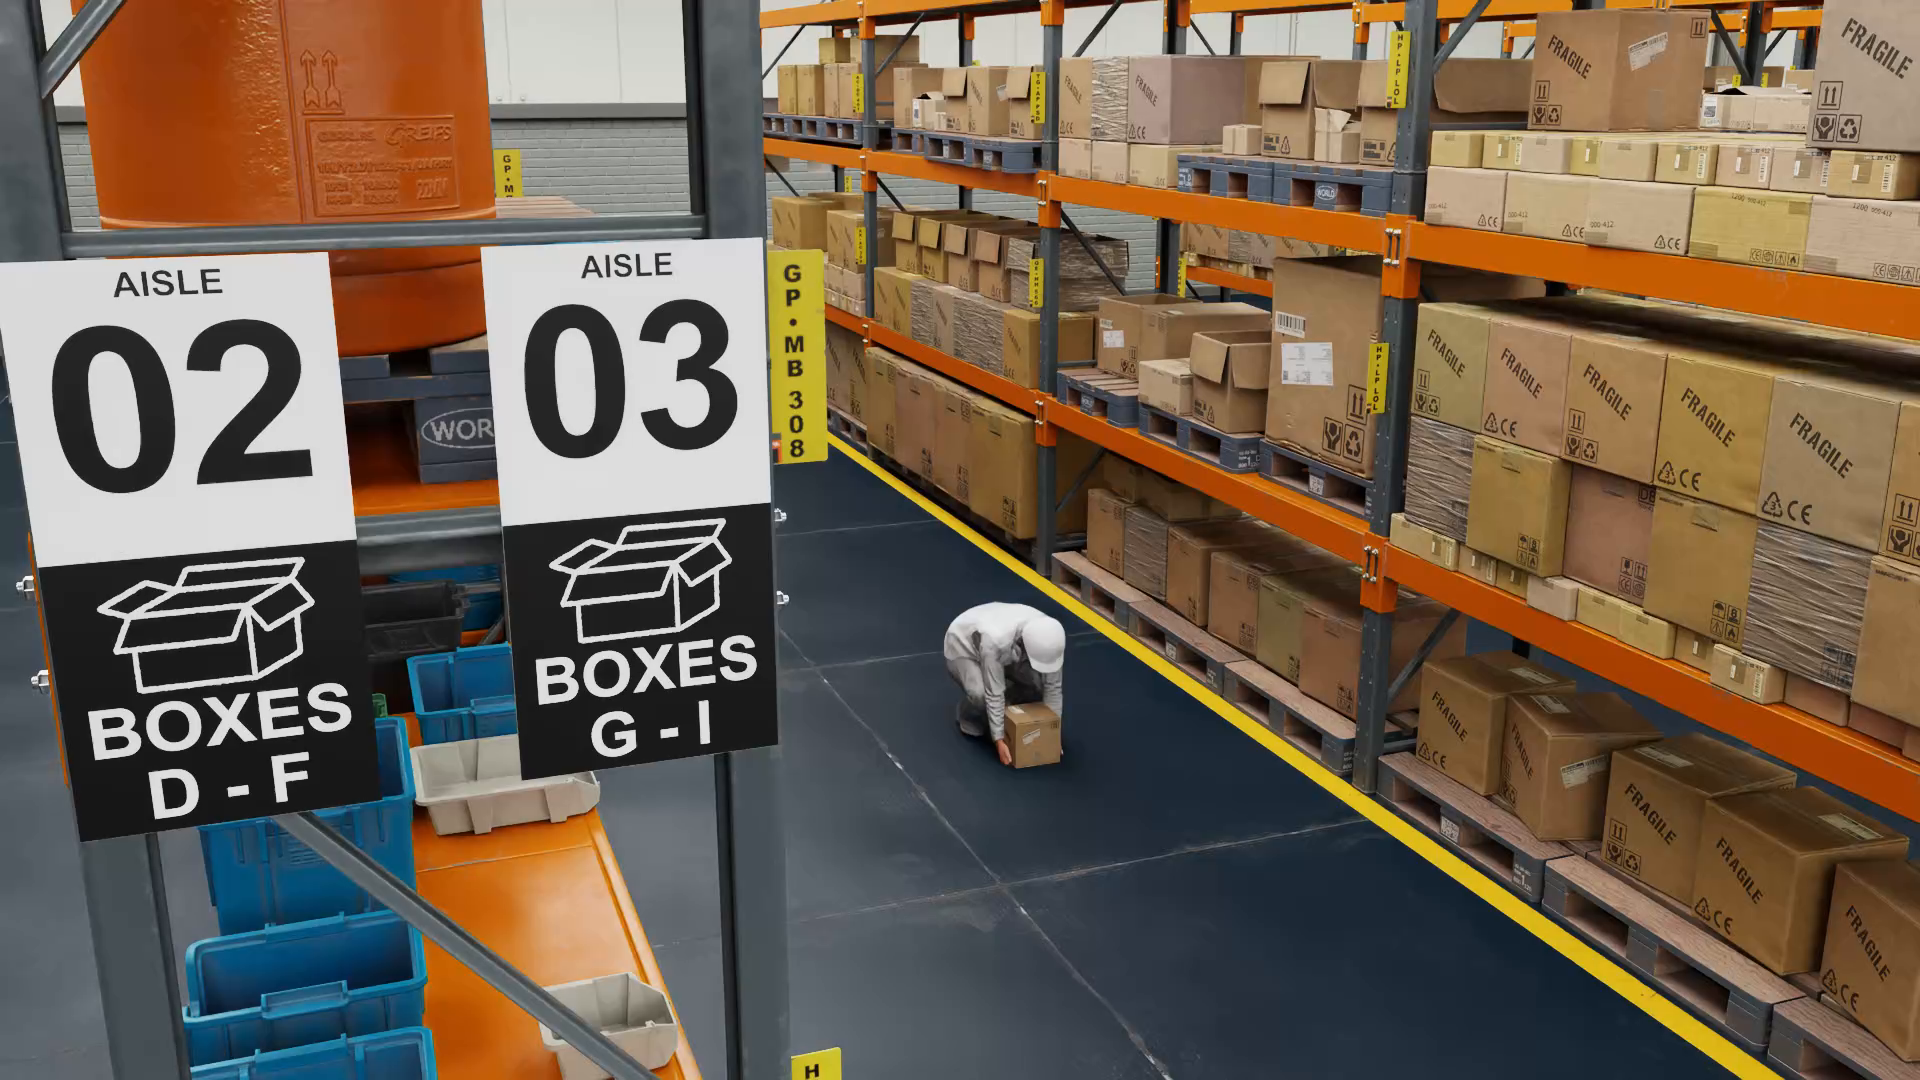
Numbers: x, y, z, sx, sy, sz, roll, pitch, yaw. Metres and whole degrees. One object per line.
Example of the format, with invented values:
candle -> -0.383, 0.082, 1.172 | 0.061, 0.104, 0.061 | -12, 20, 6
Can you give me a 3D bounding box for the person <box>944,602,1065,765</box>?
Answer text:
person -> 0.261, 0.726, 8.868 | 0.526, 0.870, 0.957 | -6, 17, -21
